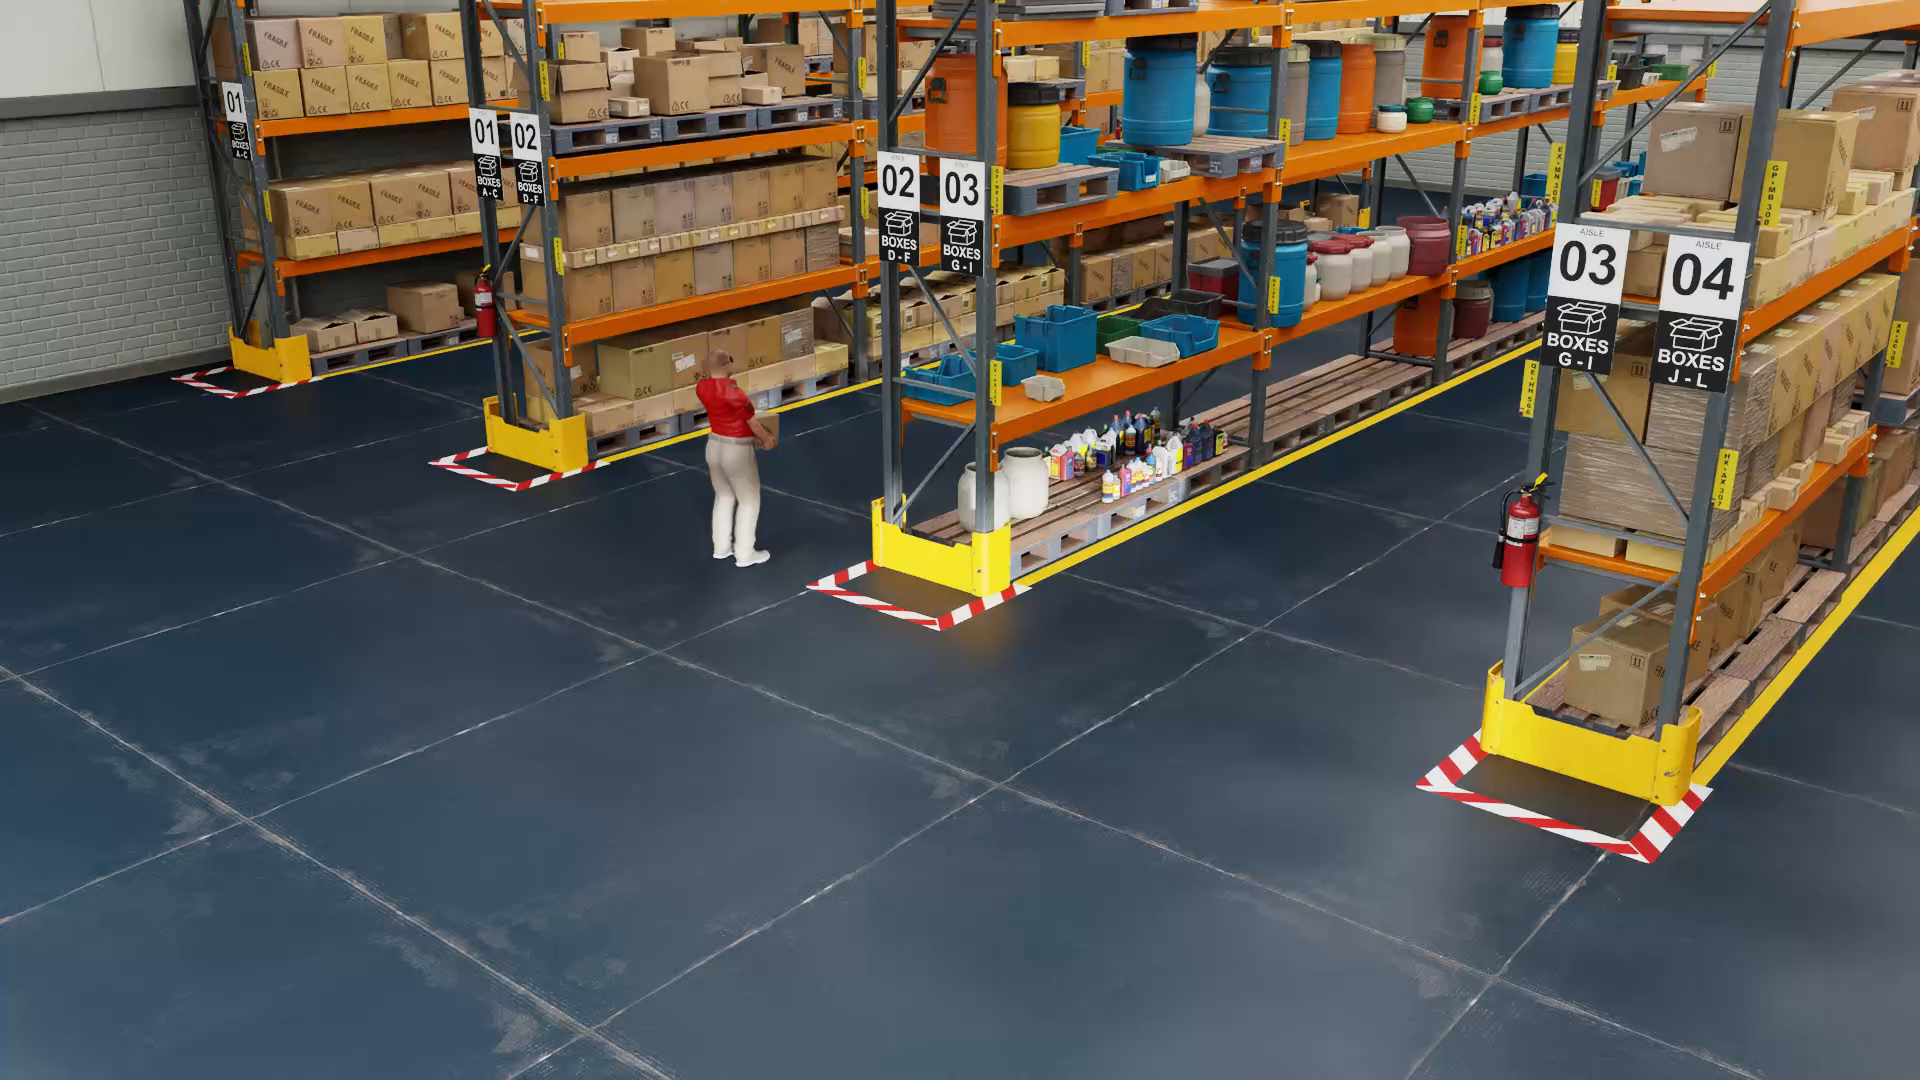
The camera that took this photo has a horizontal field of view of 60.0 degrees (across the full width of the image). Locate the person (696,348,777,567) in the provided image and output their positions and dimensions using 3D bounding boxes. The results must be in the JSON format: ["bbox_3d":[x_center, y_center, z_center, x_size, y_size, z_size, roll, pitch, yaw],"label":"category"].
[{"bbox_3d":[-1.722,-0.680,12.978,0.494,1.713,0.536,16,25,37],"label":"person"}]
